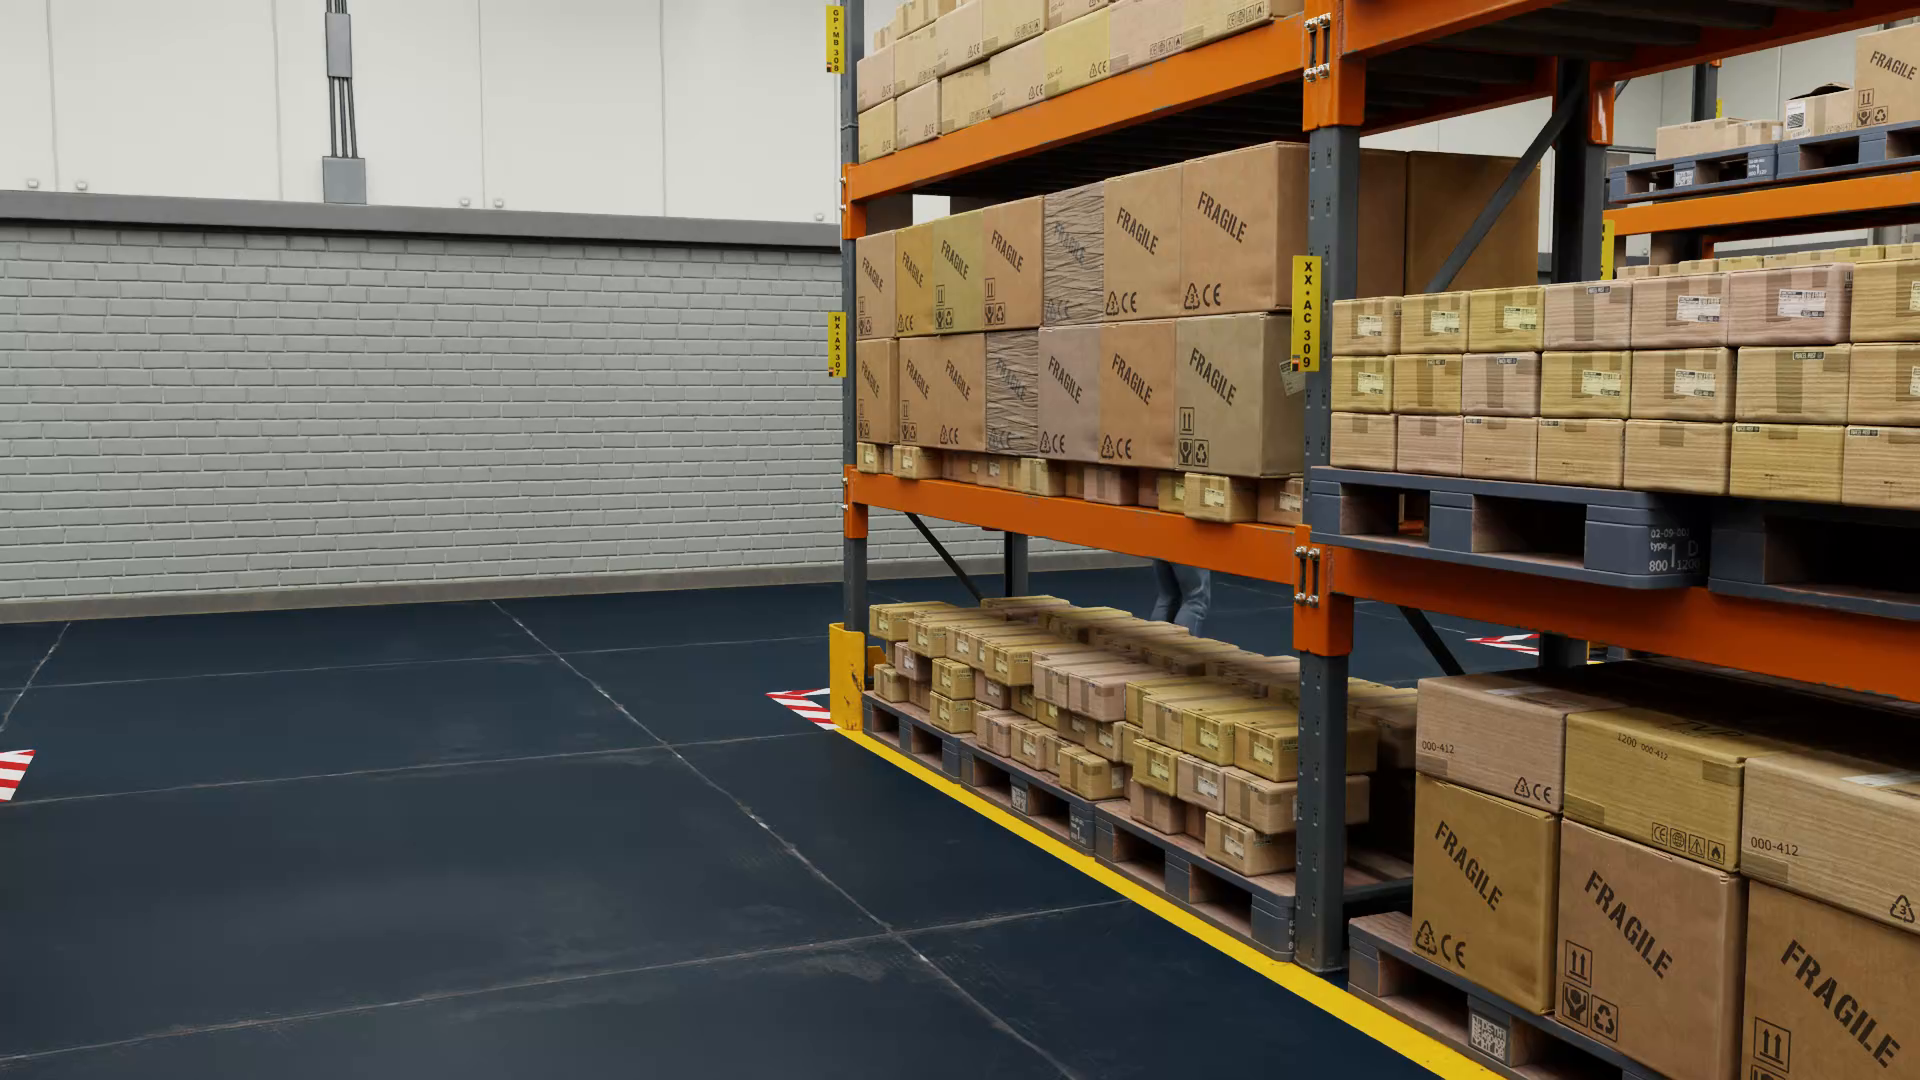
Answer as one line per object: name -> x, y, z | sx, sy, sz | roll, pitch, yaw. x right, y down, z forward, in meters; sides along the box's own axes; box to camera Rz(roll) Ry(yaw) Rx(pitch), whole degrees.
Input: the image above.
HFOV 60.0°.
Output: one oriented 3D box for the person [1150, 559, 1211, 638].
person -> 1.385, 0.000, 9.717 | 0.695, 1.656, 0.483 | -2, 6, -25
